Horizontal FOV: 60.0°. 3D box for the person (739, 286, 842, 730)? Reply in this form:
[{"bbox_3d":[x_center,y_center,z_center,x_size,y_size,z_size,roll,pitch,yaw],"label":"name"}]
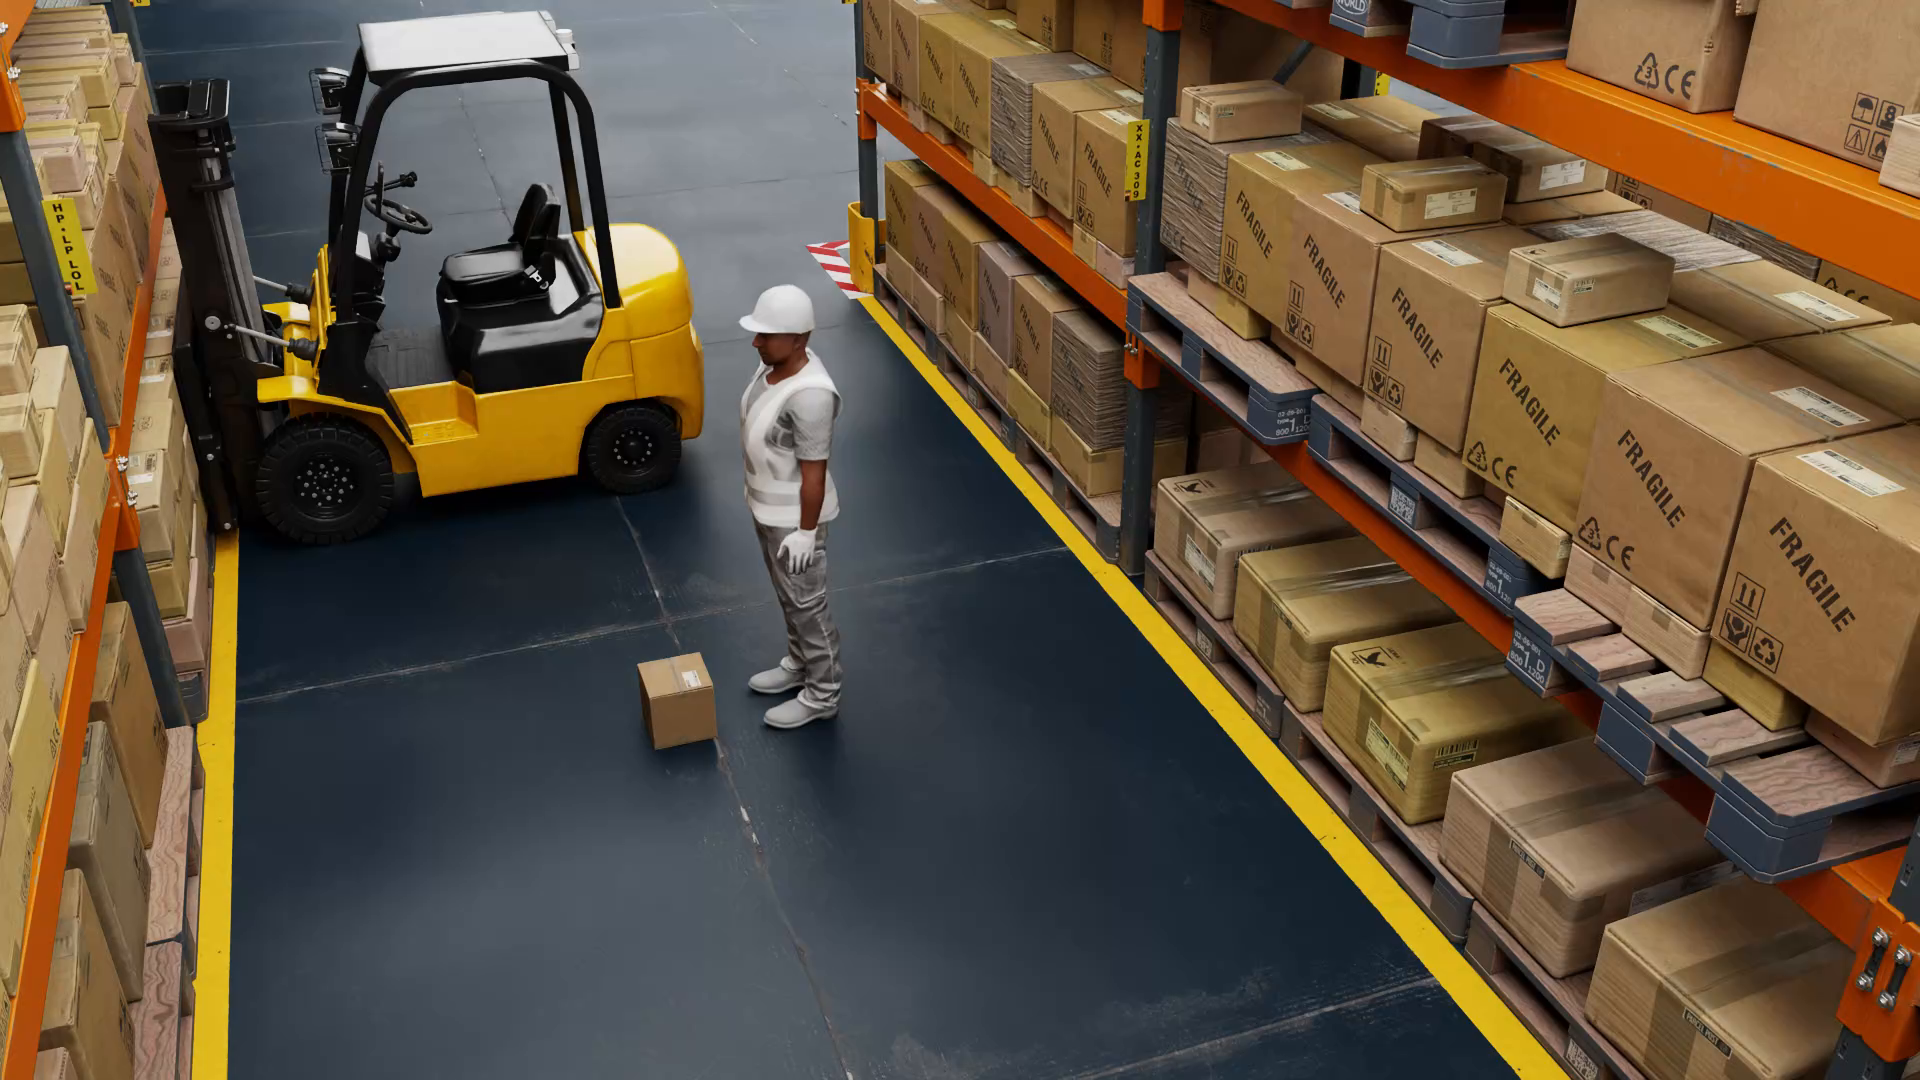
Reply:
[{"bbox_3d":[-0.645,-0.115,6.306,0.363,1.785,0.546,-10,31,-17],"label":"person"}]
